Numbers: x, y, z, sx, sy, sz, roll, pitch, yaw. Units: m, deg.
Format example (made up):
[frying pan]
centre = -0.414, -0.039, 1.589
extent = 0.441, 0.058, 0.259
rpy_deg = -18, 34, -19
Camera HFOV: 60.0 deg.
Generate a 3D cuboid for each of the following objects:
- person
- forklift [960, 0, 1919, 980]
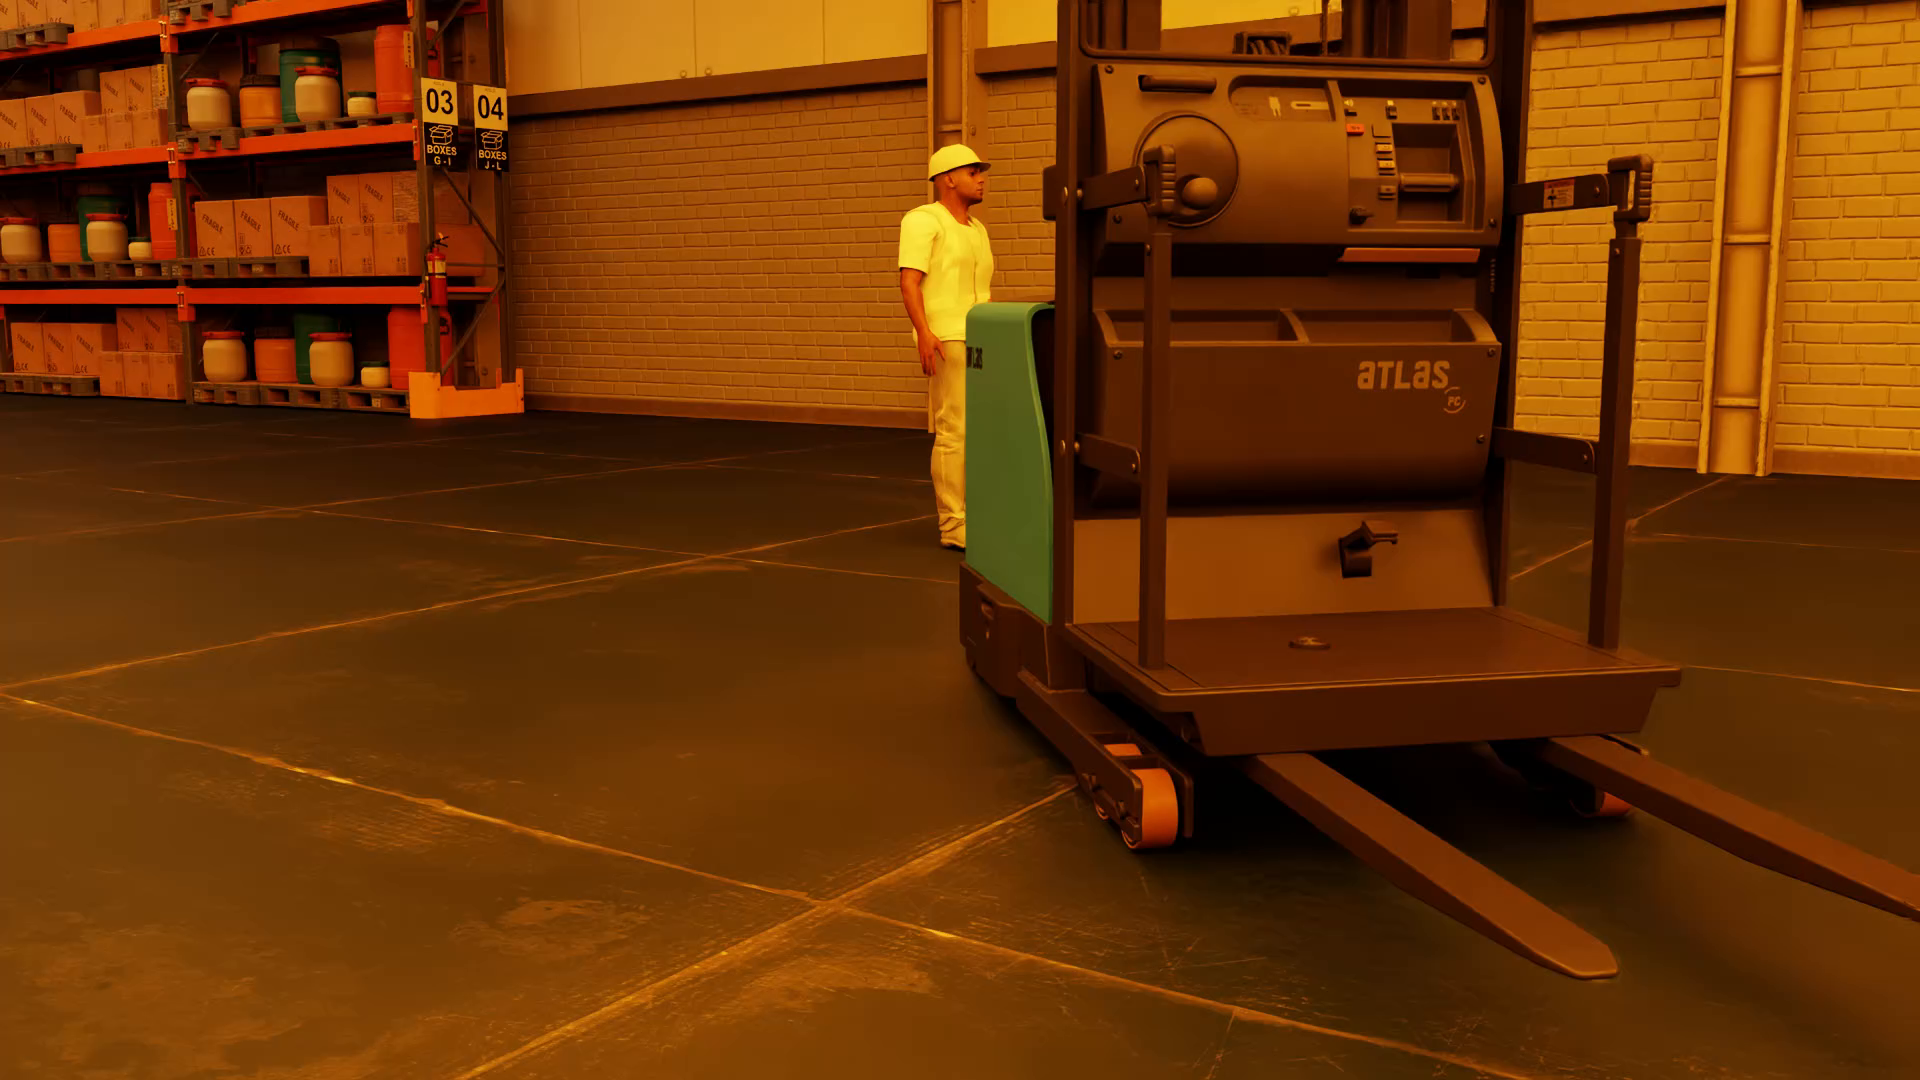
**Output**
[person]
centre = 0.055, -0.875, 7.435
extent = 0.575, 1.768, 0.665
rpy_deg = 5, 10, 34
[forklift]
centre = 0.804, -0.894, 3.476
extent = 1.130, 2.935, 3.031
rpy_deg = -2, 8, -12
